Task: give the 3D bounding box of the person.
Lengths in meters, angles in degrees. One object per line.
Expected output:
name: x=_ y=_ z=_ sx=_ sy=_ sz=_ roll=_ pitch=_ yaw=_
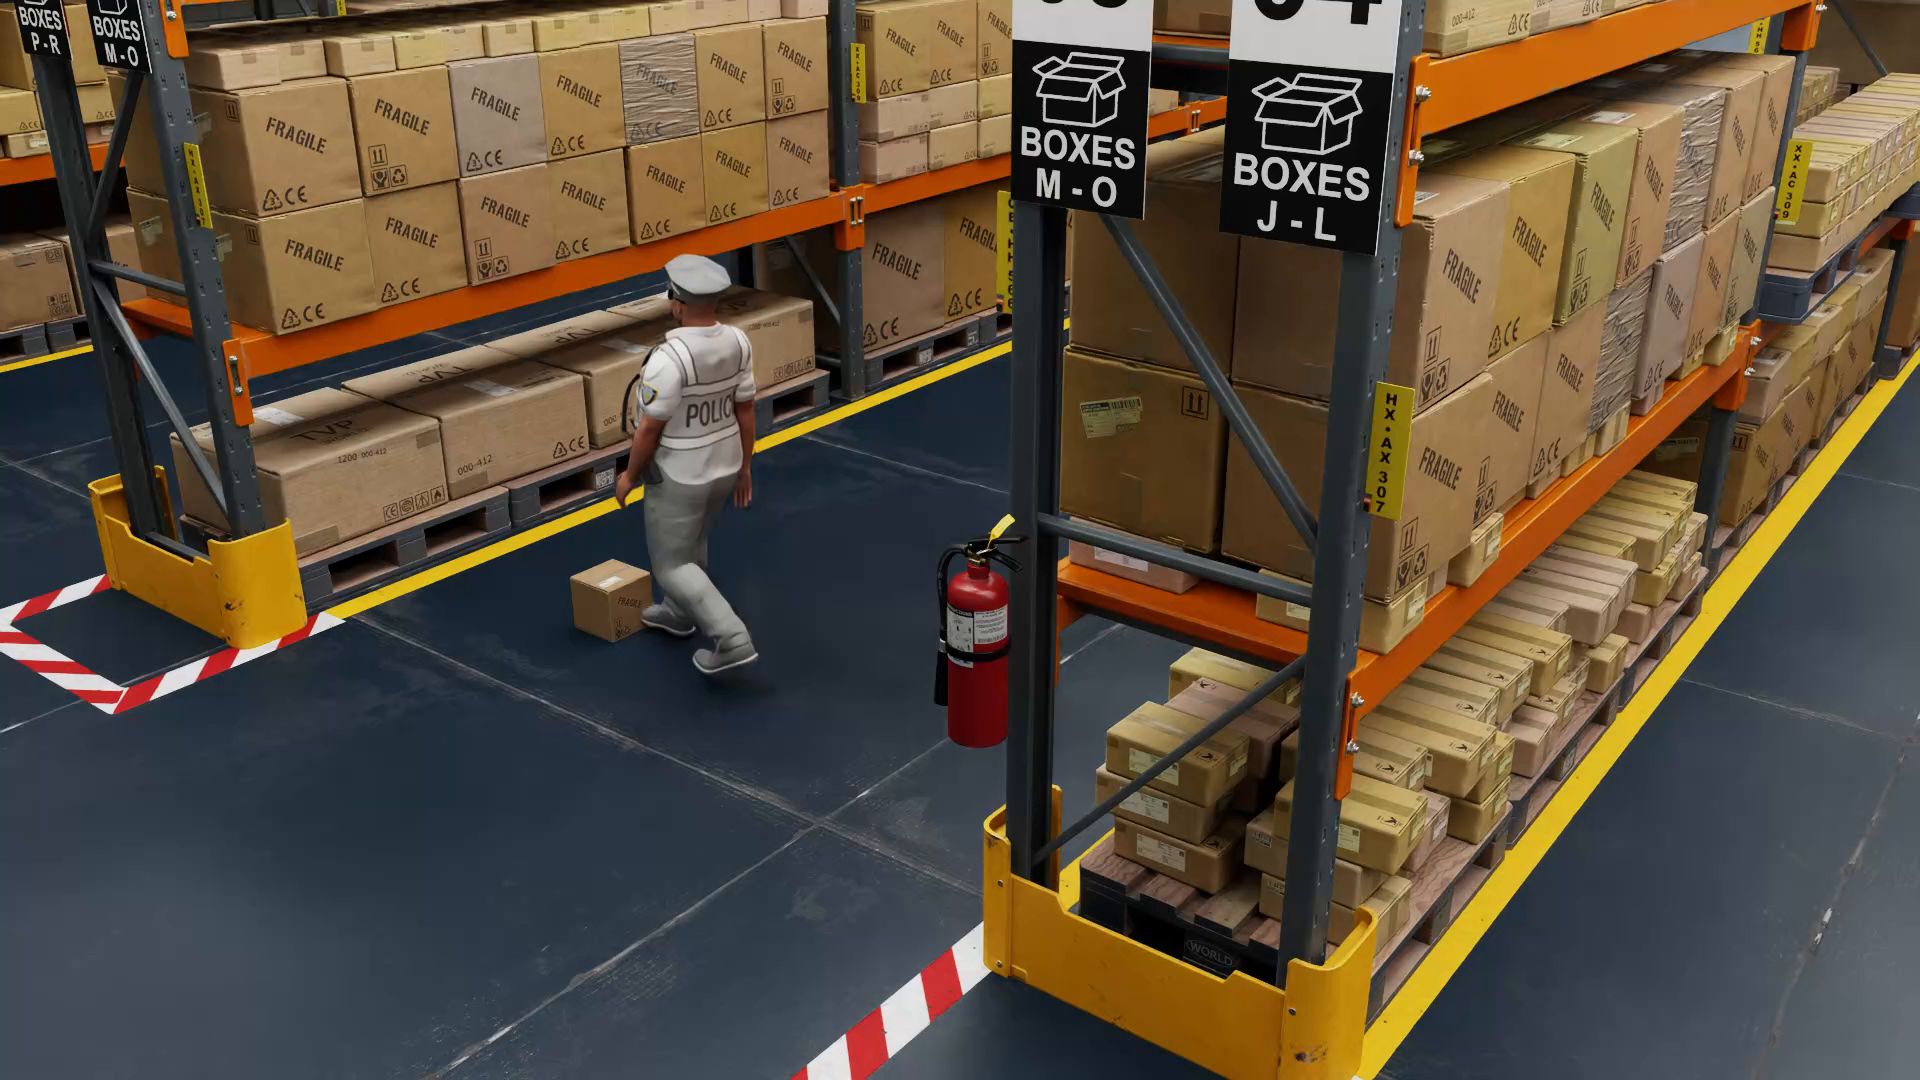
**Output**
person: x=-1.143 y=-0.313 z=6.782 sx=0.886 sy=1.736 sz=0.534 roll=14 pitch=27 yaw=29
